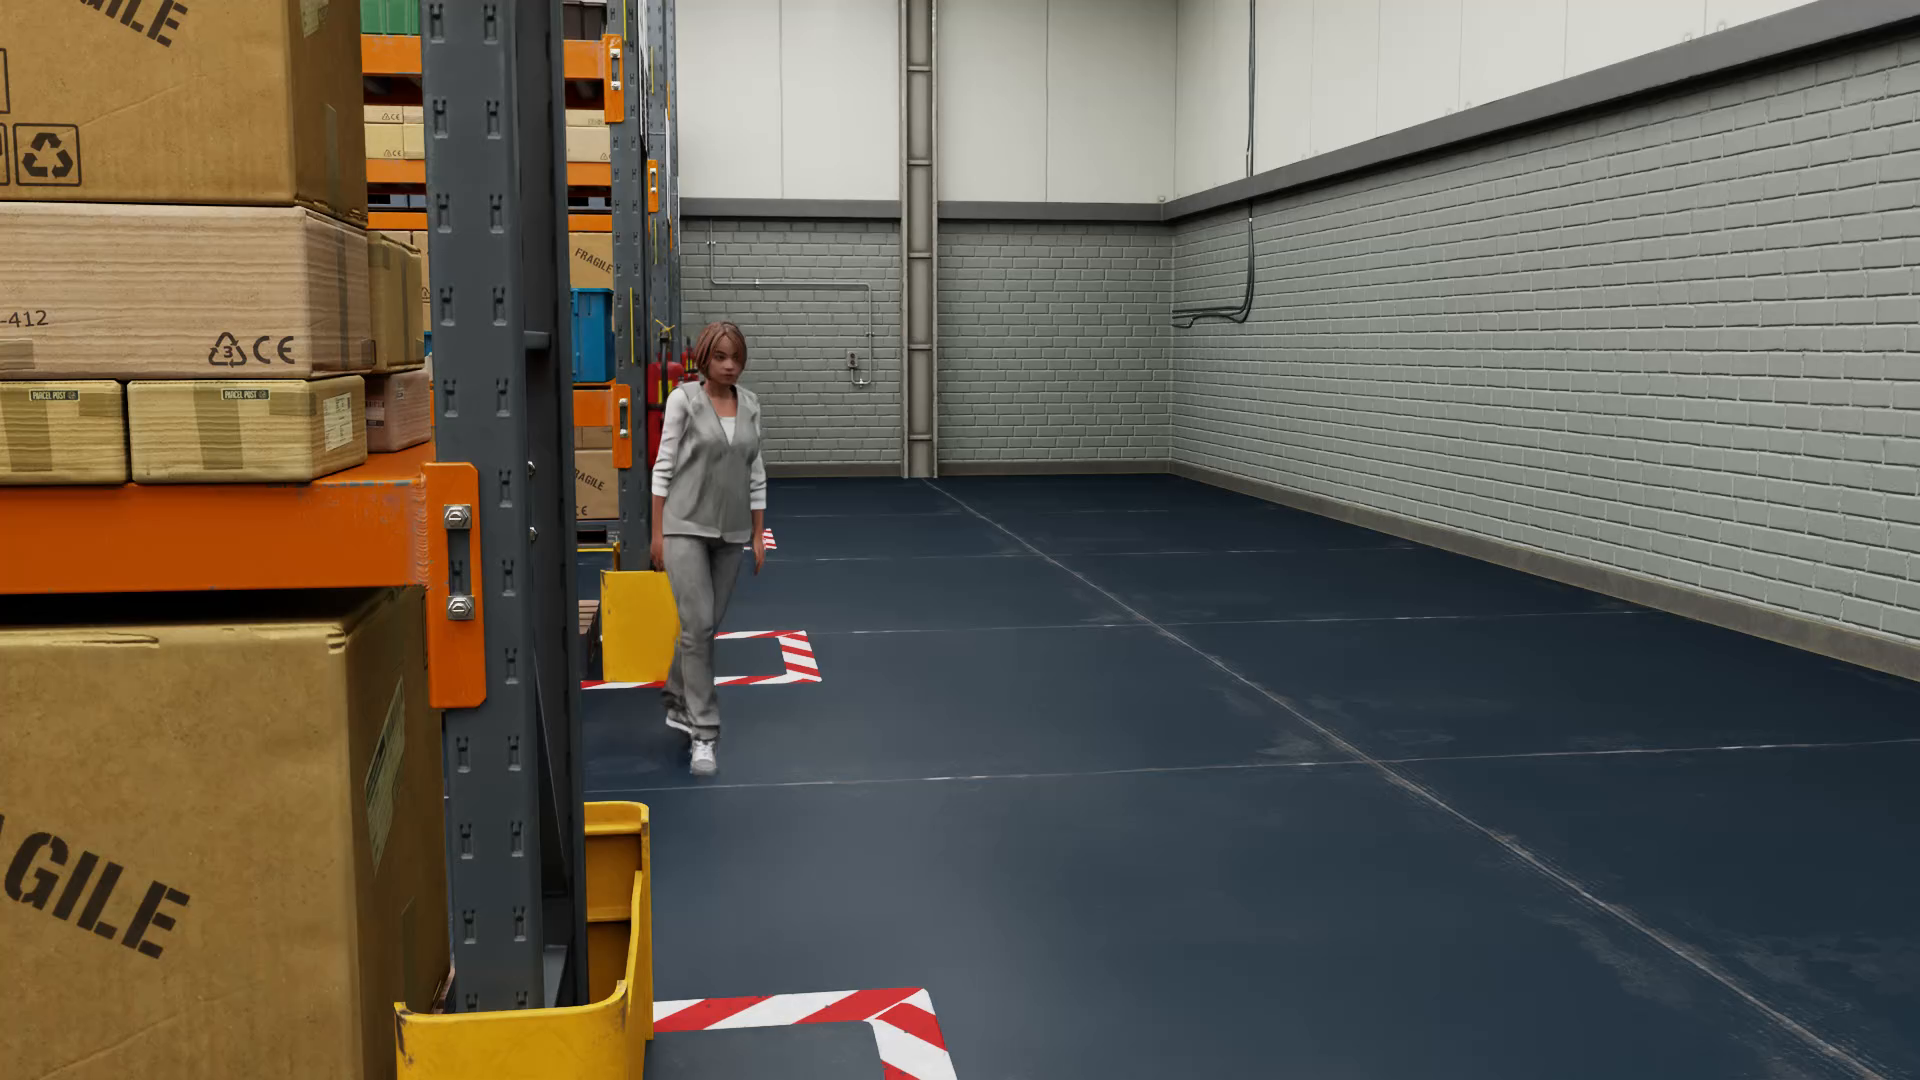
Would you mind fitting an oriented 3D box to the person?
[{"bbox_3d":[-0.933,0.008,6.111,0.457,1.612,0.657,-5,9,-39],"label":"person"}]
